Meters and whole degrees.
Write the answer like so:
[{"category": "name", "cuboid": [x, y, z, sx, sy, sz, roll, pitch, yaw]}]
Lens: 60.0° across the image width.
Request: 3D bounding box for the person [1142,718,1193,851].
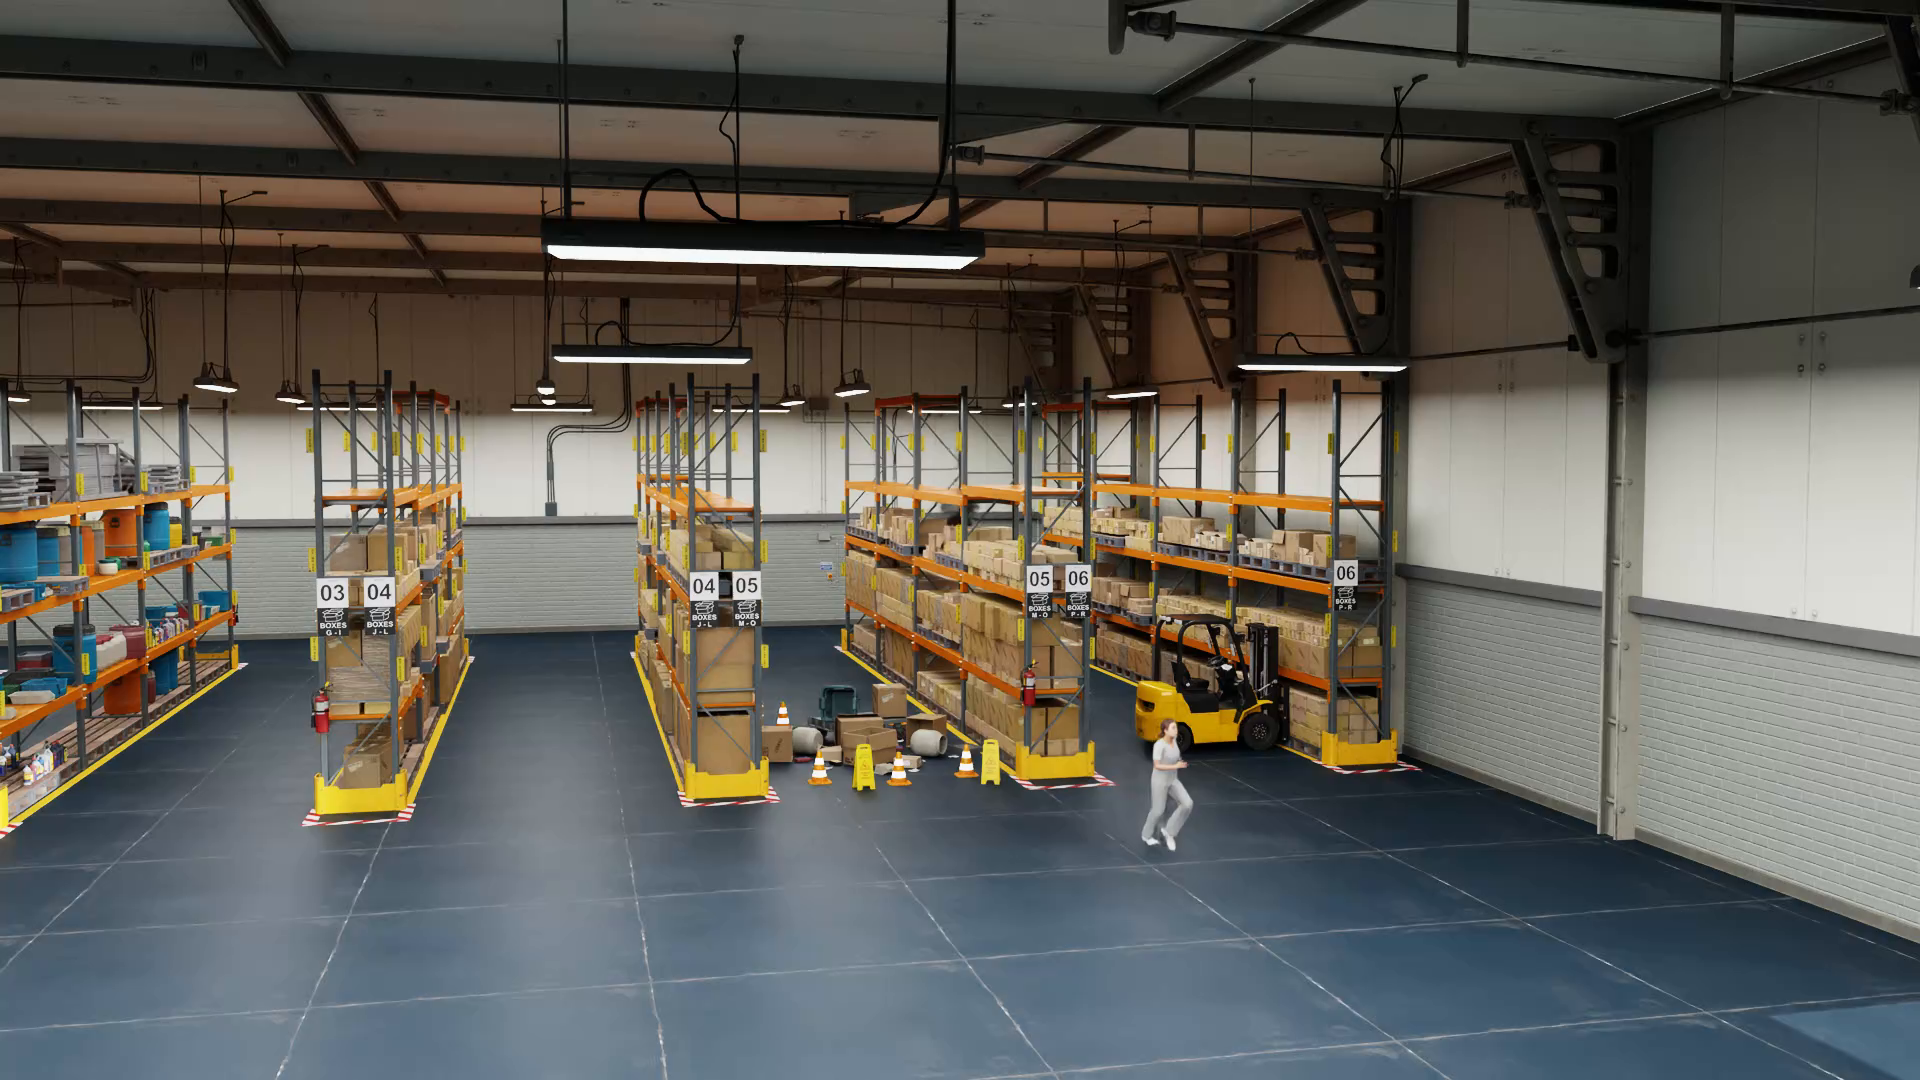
[{"category": "person", "cuboid": [2.525, 2.983, 20.398, 0.591, 1.638, 0.786, -3, 5, -43]}]
